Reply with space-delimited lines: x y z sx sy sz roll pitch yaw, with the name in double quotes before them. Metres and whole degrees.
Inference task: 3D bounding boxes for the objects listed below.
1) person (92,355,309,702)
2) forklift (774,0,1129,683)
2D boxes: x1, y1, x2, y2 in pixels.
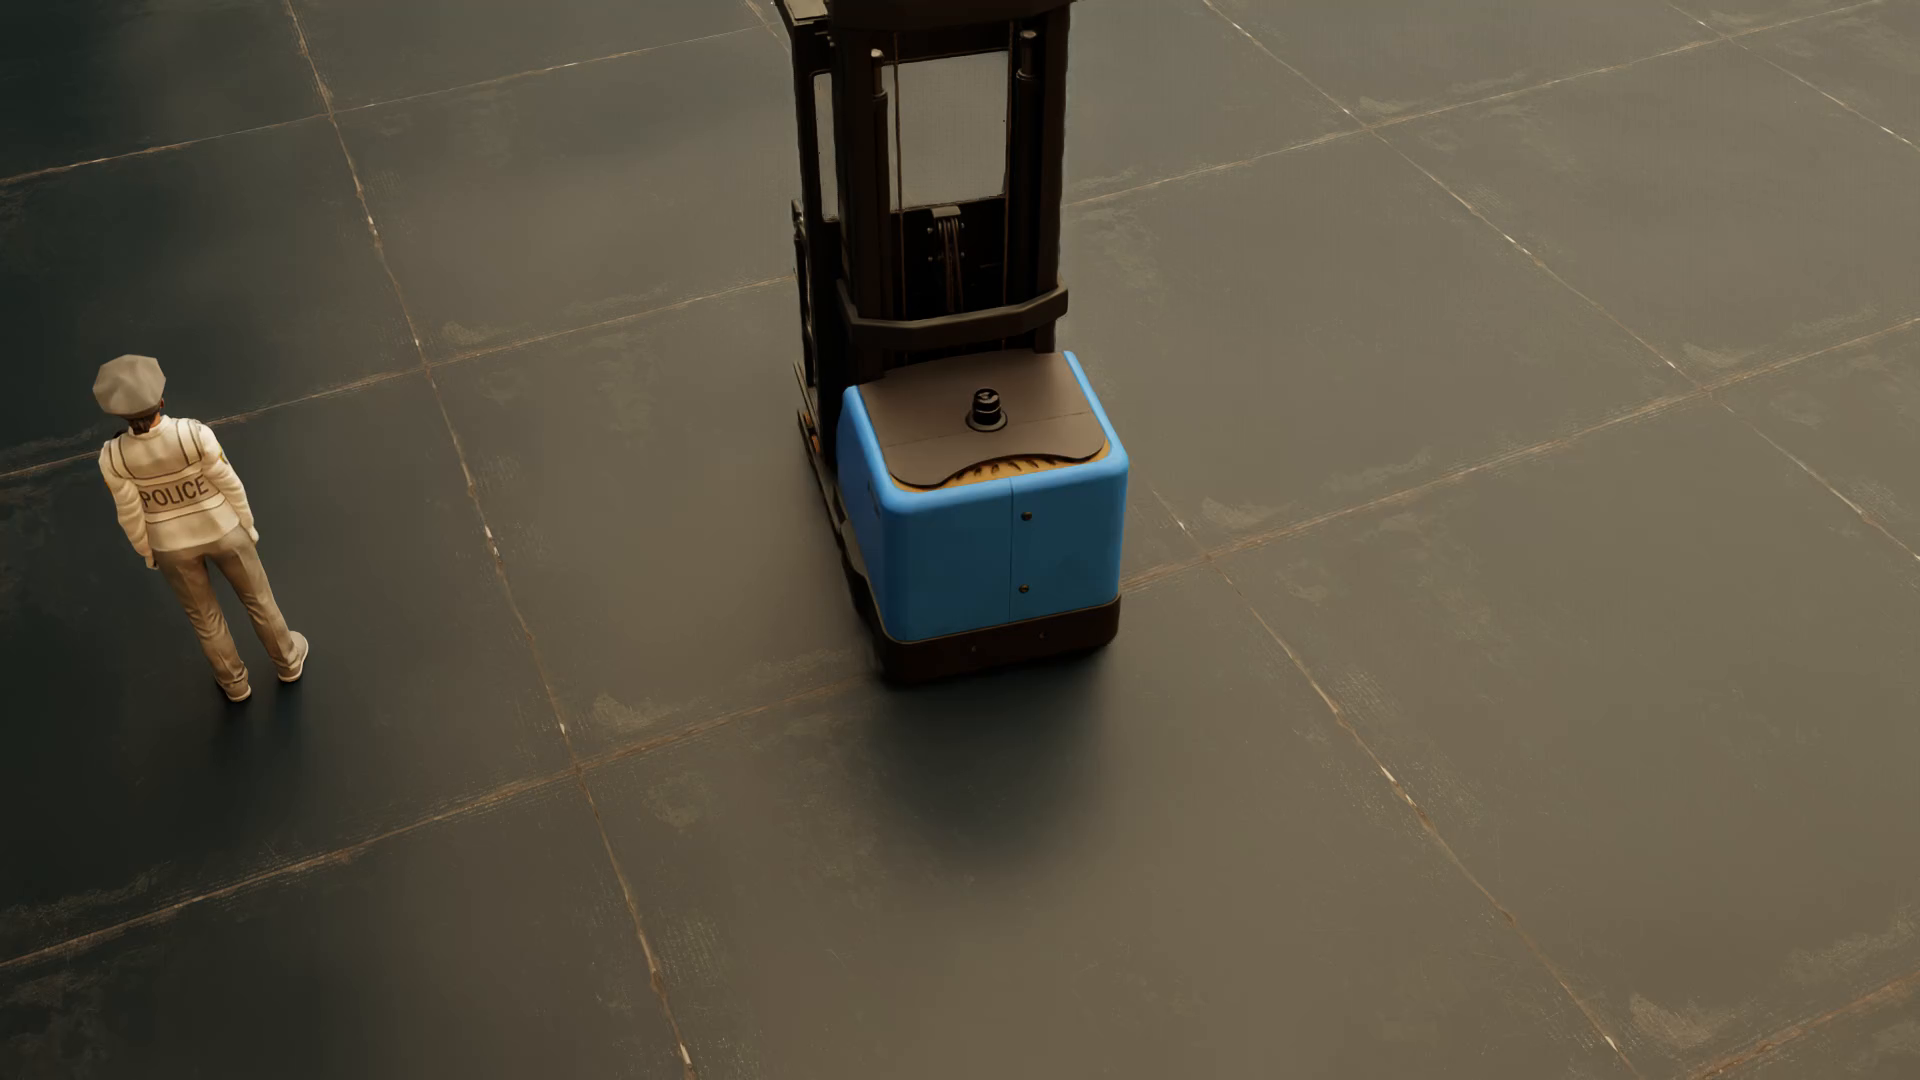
"person" -3.039 -0.025 6.619 0.463 1.693 0.346 -18 46 -18
"forklift" -0.184 -1.486 7.273 1.130 2.935 3.031 -10 44 -11
